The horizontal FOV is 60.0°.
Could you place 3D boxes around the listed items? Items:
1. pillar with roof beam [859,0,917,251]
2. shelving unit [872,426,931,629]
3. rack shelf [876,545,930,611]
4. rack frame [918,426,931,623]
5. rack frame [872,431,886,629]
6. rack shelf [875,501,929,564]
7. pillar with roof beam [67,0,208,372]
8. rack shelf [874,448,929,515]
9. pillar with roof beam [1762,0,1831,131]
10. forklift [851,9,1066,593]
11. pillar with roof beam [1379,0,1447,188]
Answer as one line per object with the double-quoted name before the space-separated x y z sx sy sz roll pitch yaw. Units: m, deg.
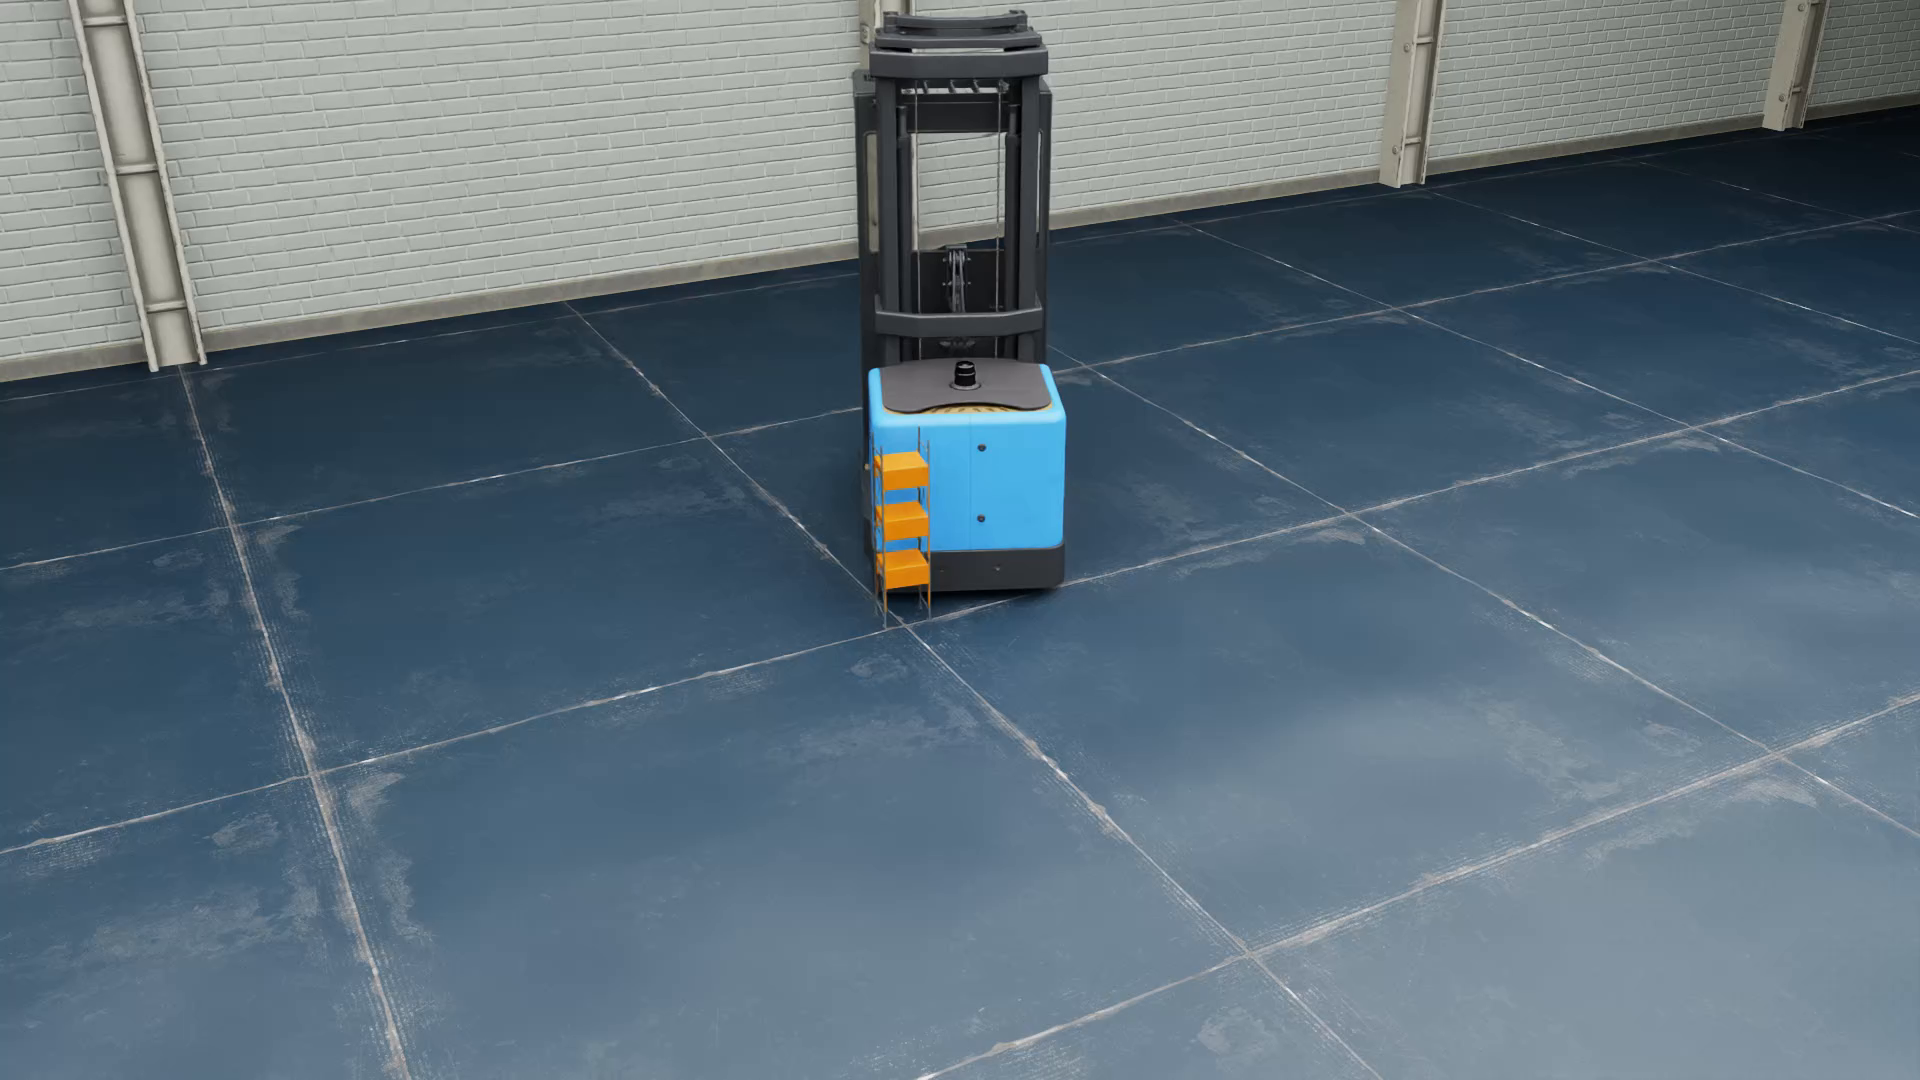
"pillar with roof beam" 1.410 -4.982 9.729 0.400 9.000 9.100 -13 29 -25
"shelving unit" -0.303 -0.058 8.656 0.252 1.050 0.215 -7 27 -15
"rack shelf" -0.304 0.201 8.783 0.240 0.259 0.215 -7 27 -15
"rack frame" -0.187 -0.074 8.688 0.008 1.050 0.200 -7 27 -15
"rack frame" -0.420 -0.043 8.624 0.008 1.050 0.200 -7 27 -15
"rack shelf" -0.303 -0.049 8.661 0.240 0.259 0.215 -7 27 -15
"pillar with roof beam" -3.884 -3.760 7.183 0.400 9.000 9.100 -13 29 -25
"rack shelf" -0.303 -0.304 8.536 0.240 0.259 0.215 -7 27 -15
"pillar with roof beam" 11.998 -7.426 14.819 0.400 9.000 9.100 -13 29 -25
"forklift" -0.058 -1.636 9.772 1.130 2.935 3.031 -2 26 -4
"pillar with roof beam" 6.704 -6.204 12.274 0.400 9.000 9.100 -13 29 -25
